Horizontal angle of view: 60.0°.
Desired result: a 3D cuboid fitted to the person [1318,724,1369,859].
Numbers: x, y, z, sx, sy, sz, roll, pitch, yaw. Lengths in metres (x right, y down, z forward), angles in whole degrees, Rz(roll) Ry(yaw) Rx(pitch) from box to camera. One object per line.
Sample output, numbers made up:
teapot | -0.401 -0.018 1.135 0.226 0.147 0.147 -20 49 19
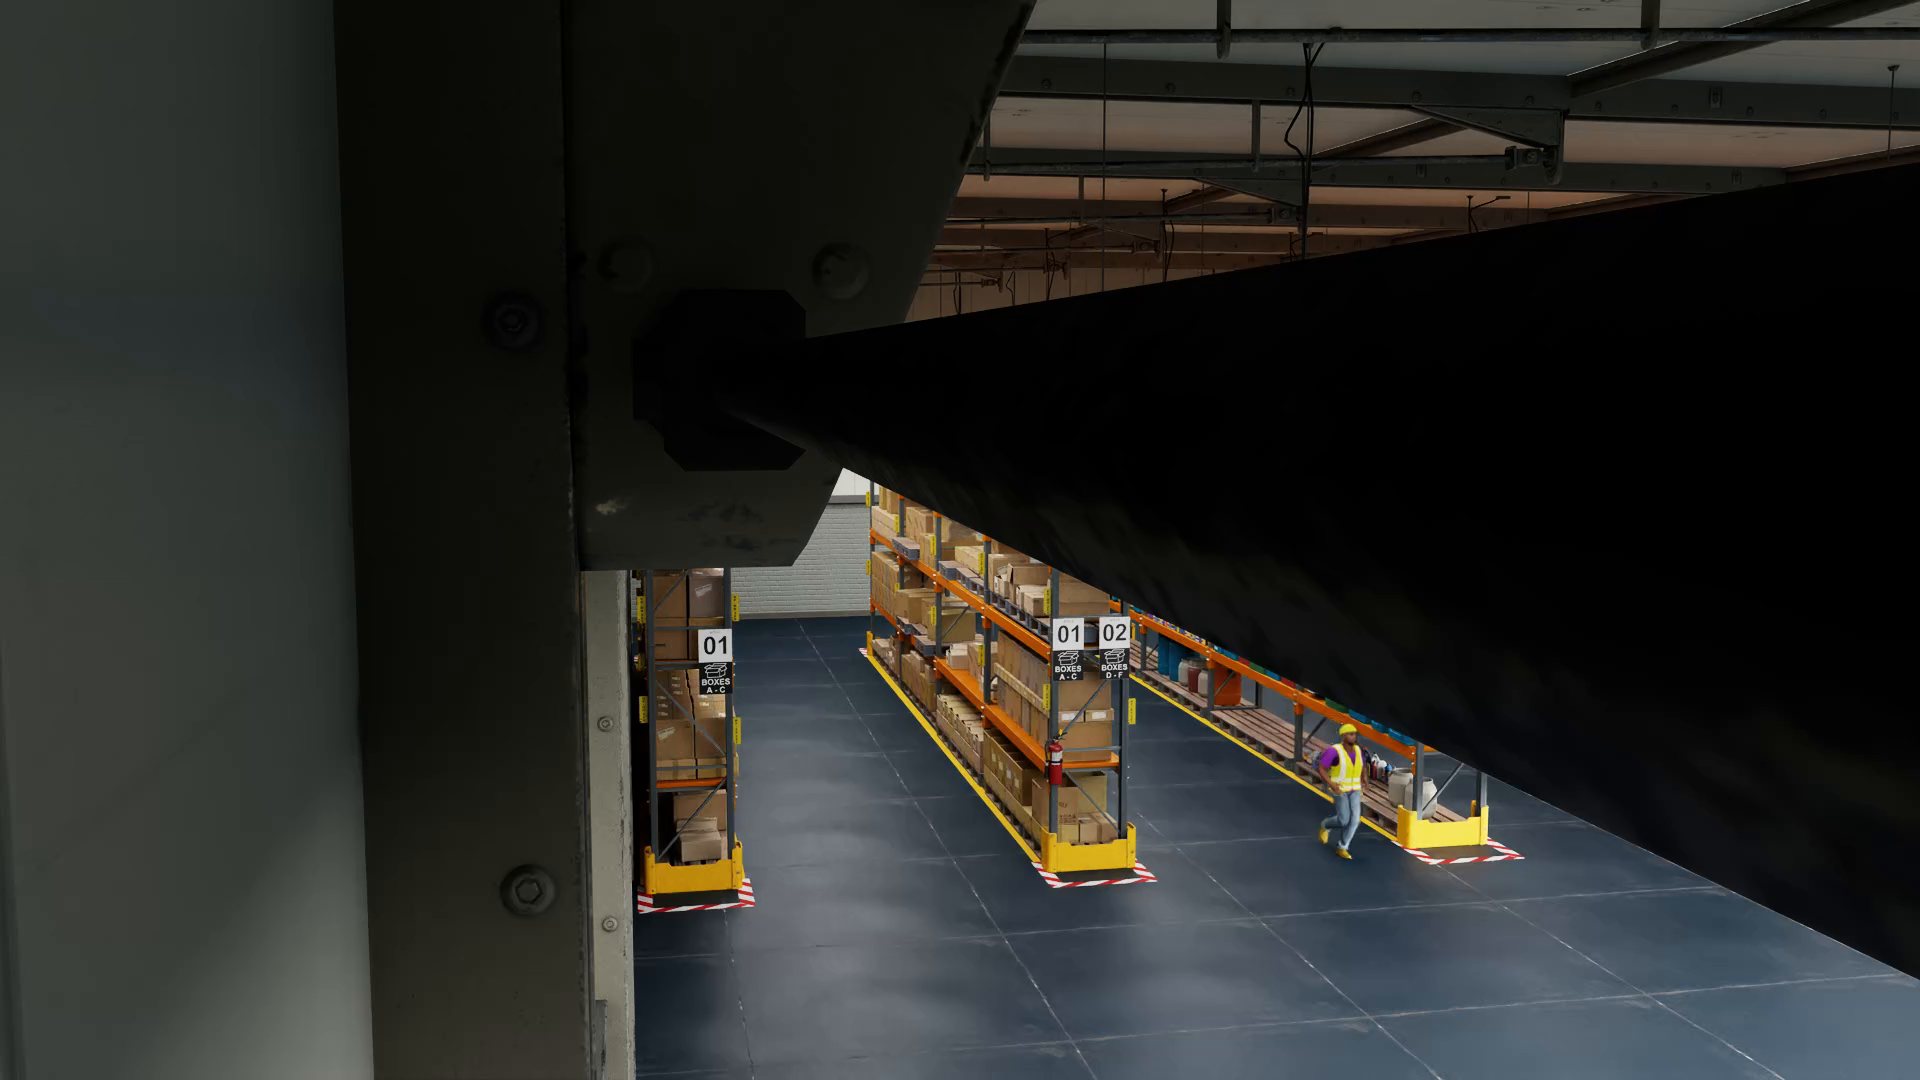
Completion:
person | 5.029 3.239 21.665 0.729 1.700 0.671 -3 7 -26
